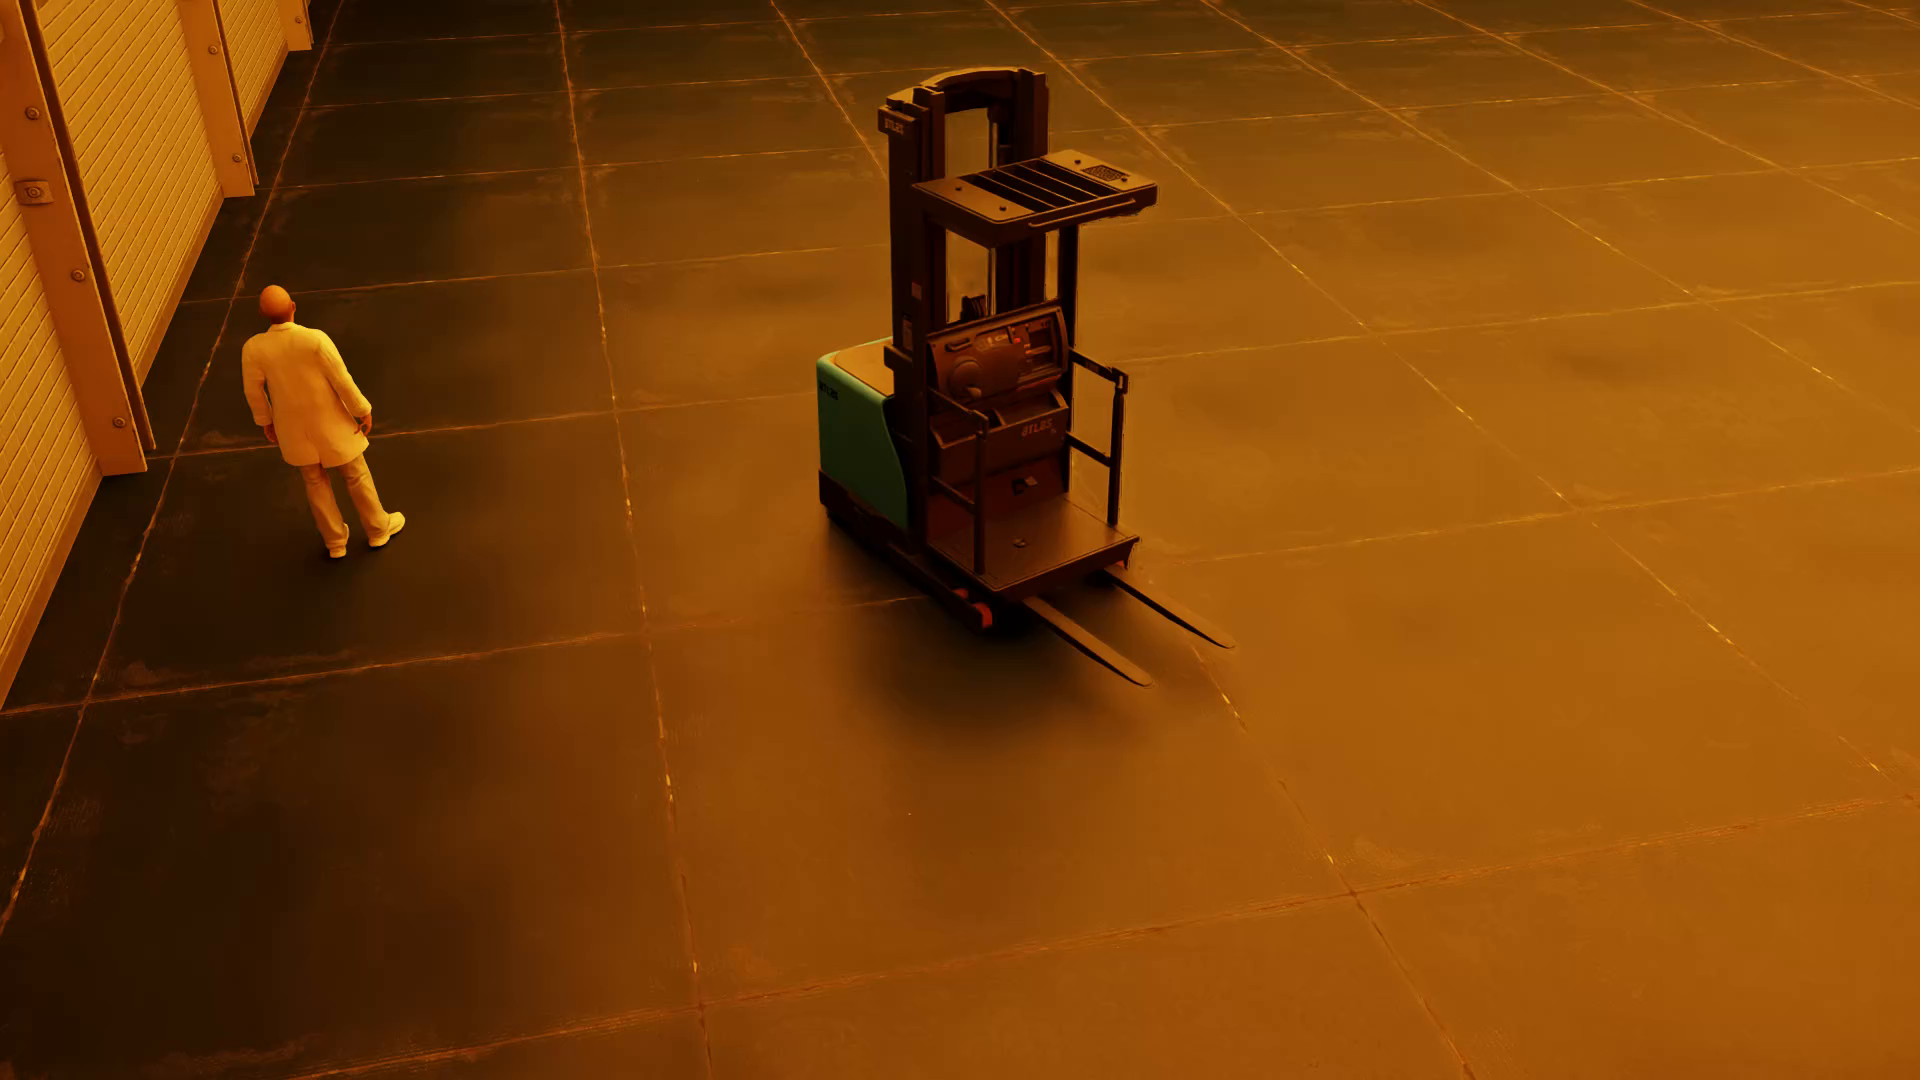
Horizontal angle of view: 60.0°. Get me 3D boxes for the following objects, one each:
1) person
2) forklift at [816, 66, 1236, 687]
[{"bbox_3d":[-3.862,-0.745,9.998,0.695,1.775,0.583,-2,30,-3],"label":"person"},{"bbox_3d":[0.355,-1.021,9.338,1.130,2.935,3.031,-20,35,-30],"label":"forklift"}]
